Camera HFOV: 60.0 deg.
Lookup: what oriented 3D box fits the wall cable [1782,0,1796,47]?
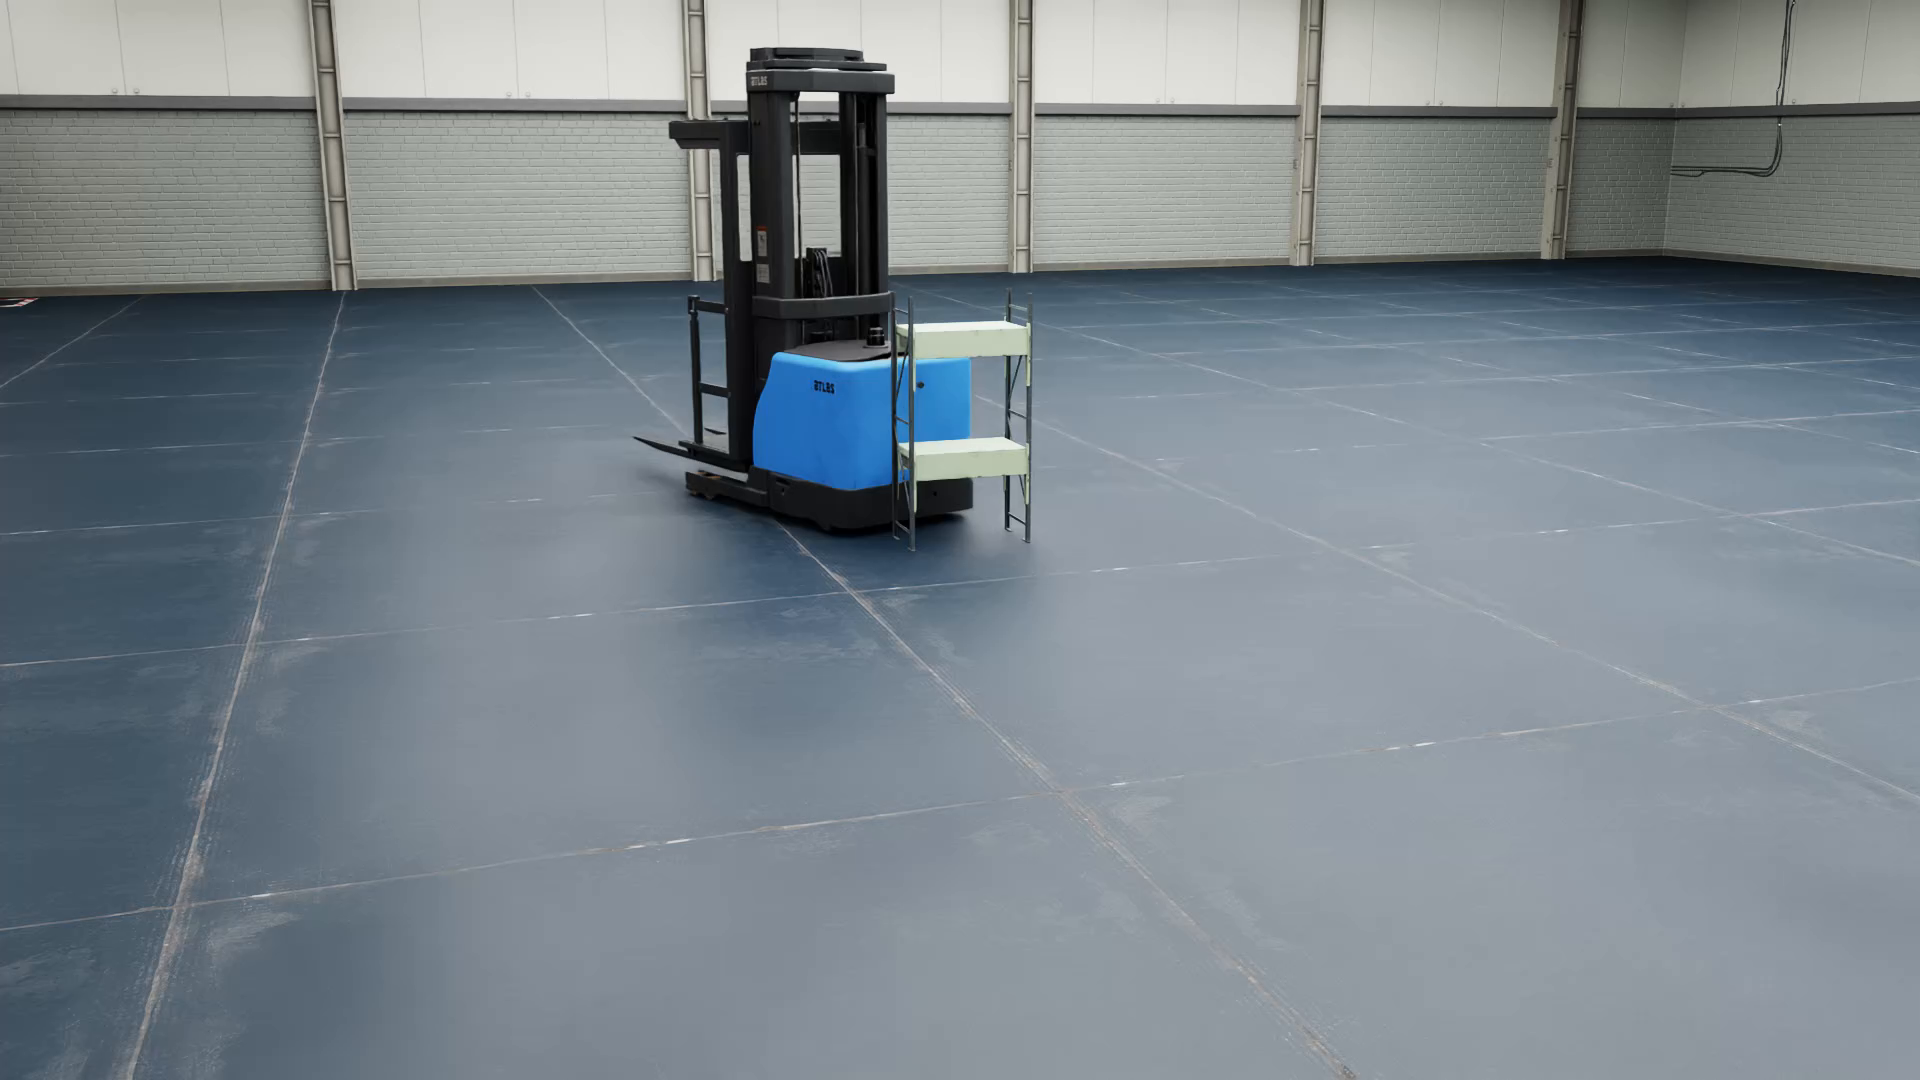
[{"bbox_3d":[16.588,-10.602,31.064,0.112,2.526,3.097,-4,14,-18],"label":"wall cable"}]

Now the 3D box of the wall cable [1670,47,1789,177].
[{"bbox_3d":[15.725,-8.738,34.143,0.112,2.526,3.097,-4,14,-18],"label":"wall cable"}]

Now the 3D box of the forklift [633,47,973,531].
[{"bbox_3d":[-1.234,-1.762,11.216,1.130,2.935,3.031,-11,17,-38],"label":"forklift"}]

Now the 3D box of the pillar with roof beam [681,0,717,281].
[{"bbox_3d":[-3.176,-8.049,24.535,0.400,9.000,9.100,-4,14,-18],"label":"pillar with roof beam"}]

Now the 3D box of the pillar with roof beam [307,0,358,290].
[{"bbox_3d":[-8.862,-7.606,22.673,0.400,9.000,9.100,-4,14,-18],"label":"pillar with roof beam"}]

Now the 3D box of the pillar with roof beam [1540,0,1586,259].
[{"bbox_3d":[13.884,-9.377,30.120,0.400,9.000,9.100,-4,14,-18],"label":"pillar with roof beam"}]

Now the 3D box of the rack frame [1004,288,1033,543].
[{"bbox_3d":[0.353,-0.757,10.085,0.023,1.500,0.400,-4,14,-18],"label":"rack frame"}]

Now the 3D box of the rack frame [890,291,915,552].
[{"bbox_3d":[-0.341,-0.703,9.858,0.023,1.500,0.400,-4,14,-18],"label":"rack frame"}]

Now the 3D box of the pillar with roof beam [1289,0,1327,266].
[{"bbox_3d":[8.198,-8.935,28.258,0.400,9.000,9.100,-4,14,-18],"label":"pillar with roof beam"}]

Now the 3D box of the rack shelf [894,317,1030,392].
[{"bbox_3d":[0.006,-1.110,9.881,0.720,0.370,0.431,-4,14,-18],"label":"rack shelf"}]

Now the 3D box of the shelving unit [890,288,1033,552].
[{"bbox_3d":[0.006,-0.730,9.971,0.755,1.500,0.431,-4,14,-18],"label":"shelving unit"}]

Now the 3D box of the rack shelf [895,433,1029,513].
[{"bbox_3d":[0.006,-0.413,10.047,0.720,0.370,0.431,-4,14,-18],"label":"rack shelf"}]

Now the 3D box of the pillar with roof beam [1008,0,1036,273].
[{"bbox_3d":[2.511,-8.492,26.396,0.400,9.000,9.100,-4,14,-18],"label":"pillar with roof beam"}]
